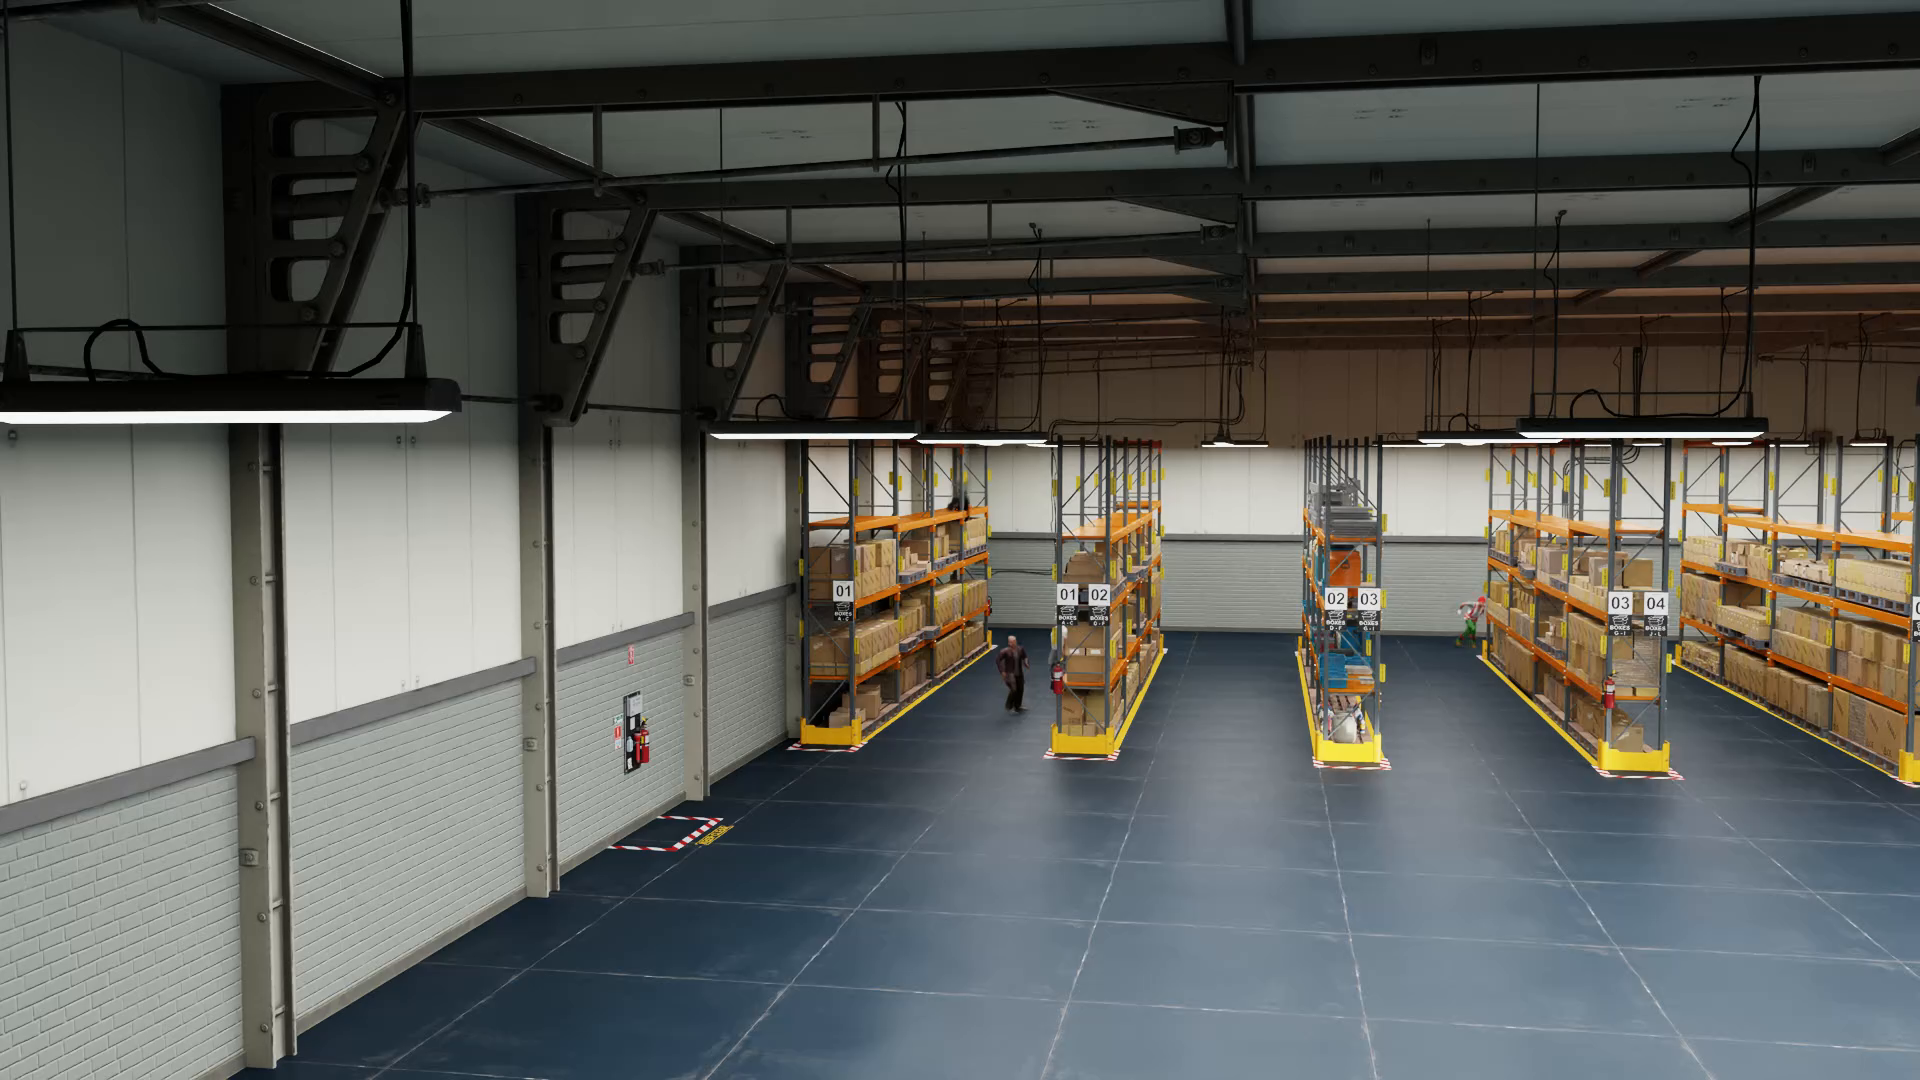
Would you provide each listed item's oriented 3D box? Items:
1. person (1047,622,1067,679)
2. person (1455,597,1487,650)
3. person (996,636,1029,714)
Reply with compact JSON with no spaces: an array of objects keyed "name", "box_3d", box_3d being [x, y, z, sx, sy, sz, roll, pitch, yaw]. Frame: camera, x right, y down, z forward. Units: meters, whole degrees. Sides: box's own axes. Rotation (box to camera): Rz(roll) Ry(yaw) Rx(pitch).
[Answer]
[{"name":"person","box_3d":[2.417,2.703,40.837,0.493,1.683,0.649,-3,4,-45]},{"name":"person","box_3d":[14.757,2.371,47.974,0.665,1.546,1.174,-1,3,-21]},{"name":"person","box_3d":[1.188,2.934,36.257,0.744,1.717,0.811,-2,4,-30]}]
